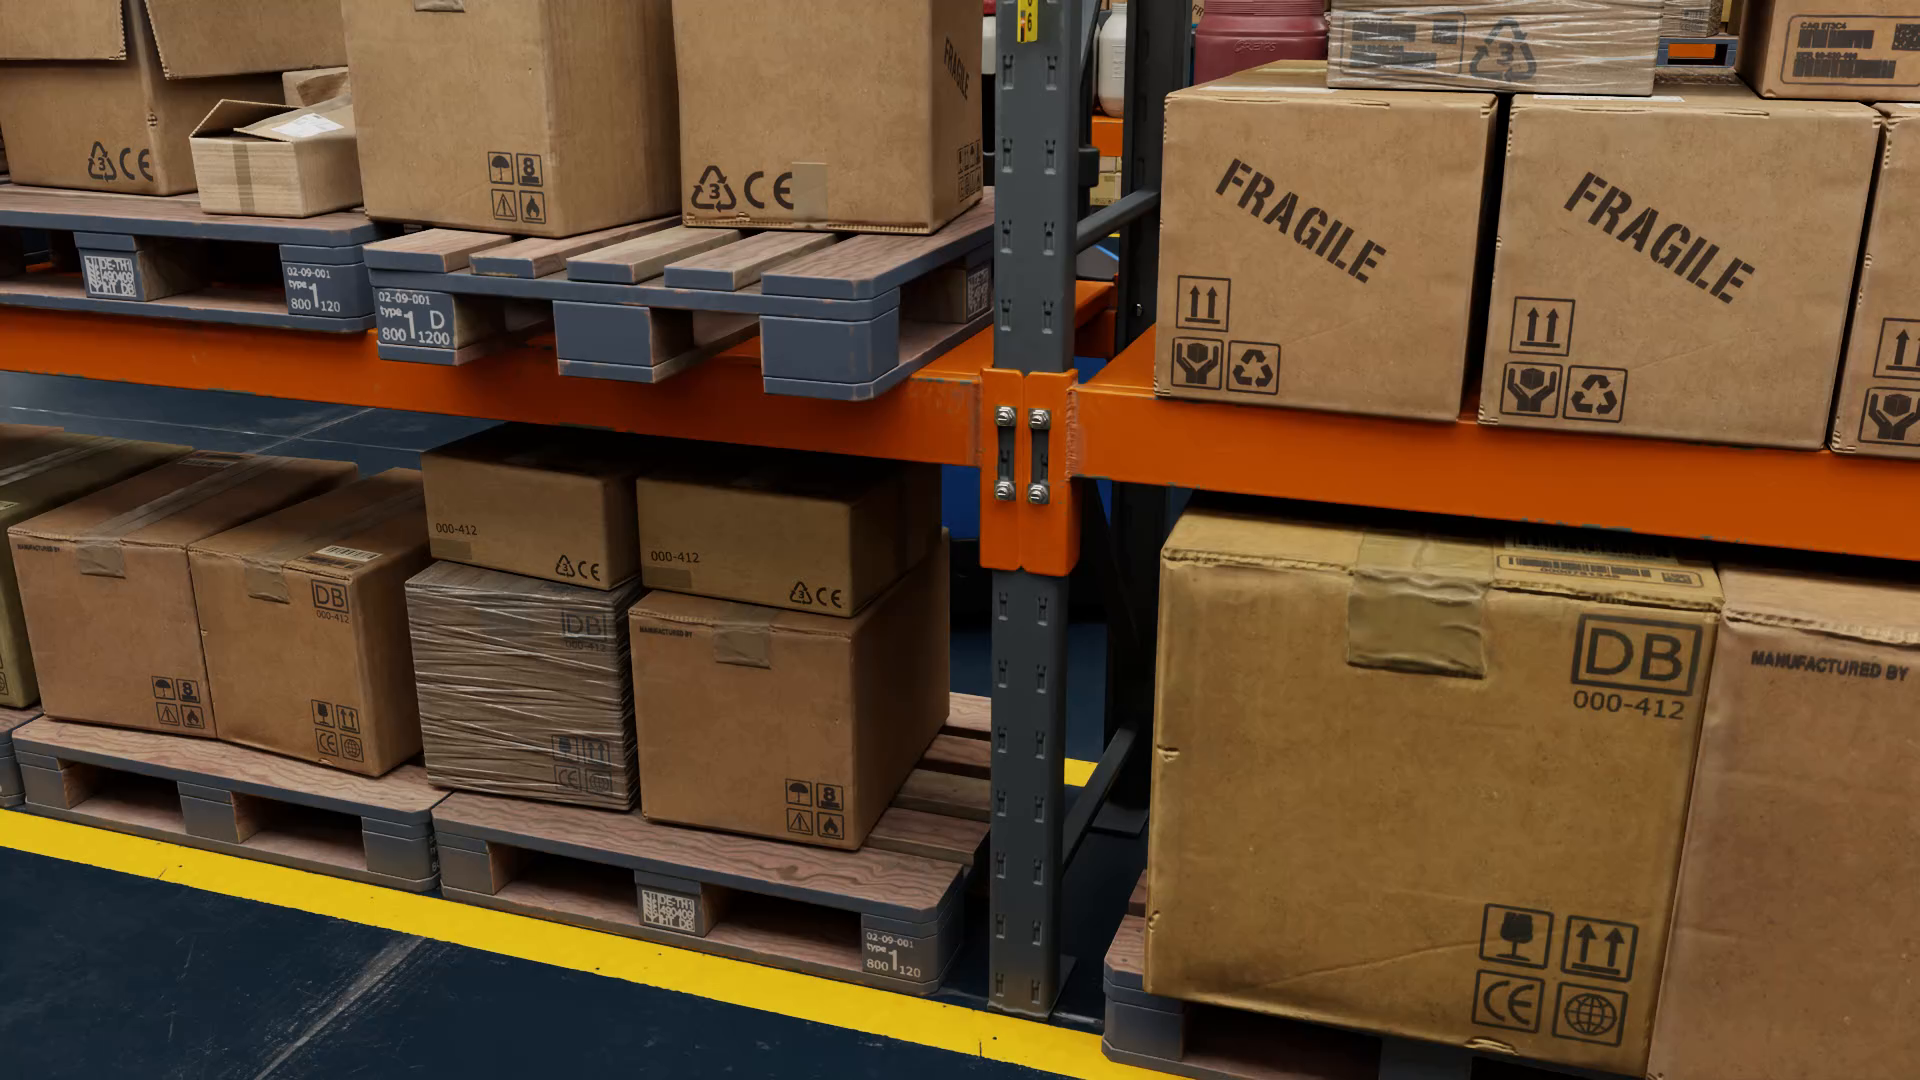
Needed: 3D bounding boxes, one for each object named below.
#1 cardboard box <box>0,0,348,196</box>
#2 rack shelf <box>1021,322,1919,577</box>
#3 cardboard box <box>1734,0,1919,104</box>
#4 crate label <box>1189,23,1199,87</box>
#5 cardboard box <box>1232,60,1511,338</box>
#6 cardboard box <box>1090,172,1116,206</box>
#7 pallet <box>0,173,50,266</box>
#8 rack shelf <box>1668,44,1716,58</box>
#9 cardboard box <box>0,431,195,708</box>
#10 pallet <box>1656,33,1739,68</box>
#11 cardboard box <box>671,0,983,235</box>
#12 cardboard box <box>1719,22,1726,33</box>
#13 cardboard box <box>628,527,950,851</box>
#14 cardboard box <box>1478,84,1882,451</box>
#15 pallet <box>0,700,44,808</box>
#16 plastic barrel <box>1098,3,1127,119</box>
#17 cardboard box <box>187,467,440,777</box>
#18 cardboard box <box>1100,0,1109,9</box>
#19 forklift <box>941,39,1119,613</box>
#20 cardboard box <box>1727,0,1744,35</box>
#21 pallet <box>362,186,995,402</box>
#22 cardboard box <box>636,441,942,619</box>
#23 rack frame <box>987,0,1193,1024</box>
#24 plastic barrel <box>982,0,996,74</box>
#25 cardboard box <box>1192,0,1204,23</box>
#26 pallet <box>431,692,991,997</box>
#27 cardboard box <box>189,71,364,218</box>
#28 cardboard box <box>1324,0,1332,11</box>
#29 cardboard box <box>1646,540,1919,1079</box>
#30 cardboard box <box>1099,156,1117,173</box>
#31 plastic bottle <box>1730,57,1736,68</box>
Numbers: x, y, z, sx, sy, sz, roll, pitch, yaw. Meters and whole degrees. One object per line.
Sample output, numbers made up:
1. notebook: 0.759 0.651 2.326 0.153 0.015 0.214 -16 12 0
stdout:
1. cardboard box: -1.832 -1.136 3.983 0.637 0.503 0.797 9 21 24
2. rack shelf: 2.168 -0.060 2.783 4.000 0.370 1.077 7 20 18
3. cardboard box: 1.579 -0.981 2.657 0.637 0.503 0.797 7 20 19
4. crate label: 1.054 -2.363 8.246 0.616 0.435 0.502 7 20 18
5. cardboard box: 0.826 -0.686 3.336 0.500 0.500 0.500 7 20 20
6. cardboard box: 1.027 -2.796 13.079 0.500 0.250 0.500 6 20 16
7. pallet: -2.826 -0.829 4.189 1.213 0.211 1.003 7 20 18
8. rack shelf: 7.044 -4.680 16.038 4.000 0.370 1.077 7 20 18
9. cardboard box: -2.483 0.056 4.489 0.500 0.500 0.700 6 20 18
10. pallet: 5.372 -3.396 11.552 1.213 0.211 1.003 7 20 18
11. cardboard box: -0.245 -0.907 3.330 0.500 0.500 0.500 4 20 11
12. cardboard box: 7.089 -4.826 15.715 0.250 0.149 0.380 7 20 20
13. cardboard box: -0.361 0.291 3.813 0.500 0.500 0.700 5 20 15
14. cardboard box: 1.136 -0.470 2.717 0.500 0.500 0.500 6 20 17
15. pallet: -2.764 0.353 4.743 1.213 0.211 1.003 7 20 18
16. plastic barrel: 0.862 -2.253 7.812 0.421 0.512 0.421 0 19 0
17. cardboard box: -1.427 0.176 4.143 0.500 0.500 0.700 8 21 23
18. cardboard box: 0.972 -4.029 12.927 0.500 0.500 0.500 8 21 22
19. forklift: -0.112 -1.588 6.180 1.130 2.935 3.031 -3 20 -10
20. cardboard box: 5.622 -3.680 11.287 0.500 0.500 0.700 1 19 4
21. pallet: -0.429 -0.569 3.442 1.003 0.211 1.213 7 20 18
22. cardboard box: -0.364 -0.060 3.681 0.500 0.250 0.500 7 21 20
23. rack frame: 0.279 -0.615 3.284 0.127 3.000 1.000 7 20 18
24. plastic barrel: 0.059 -2.354 8.066 0.433 0.535 0.433 0 19 0
25. cardboard box: 1.943 -3.918 12.608 0.500 0.500 0.500 5 20 15
26. pallet: -0.459 0.617 3.987 1.213 0.211 1.003 7 20 18
27. cardboard box: -1.385 -0.846 3.513 0.258 0.266 0.396 6 20 17
28. cardboard box: 3.524 -5.666 16.953 0.500 0.500 0.700 7 20 18
29. cardboard box: 1.763 0.369 3.049 0.875 0.875 1.225 7 20 18
30. cardboard box: 1.024 -3.058 12.981 0.500 0.311 0.500 6 20 16
31. plastic bottle: 3.506 -2.066 7.622 0.133 0.283 0.061 7 20 18
